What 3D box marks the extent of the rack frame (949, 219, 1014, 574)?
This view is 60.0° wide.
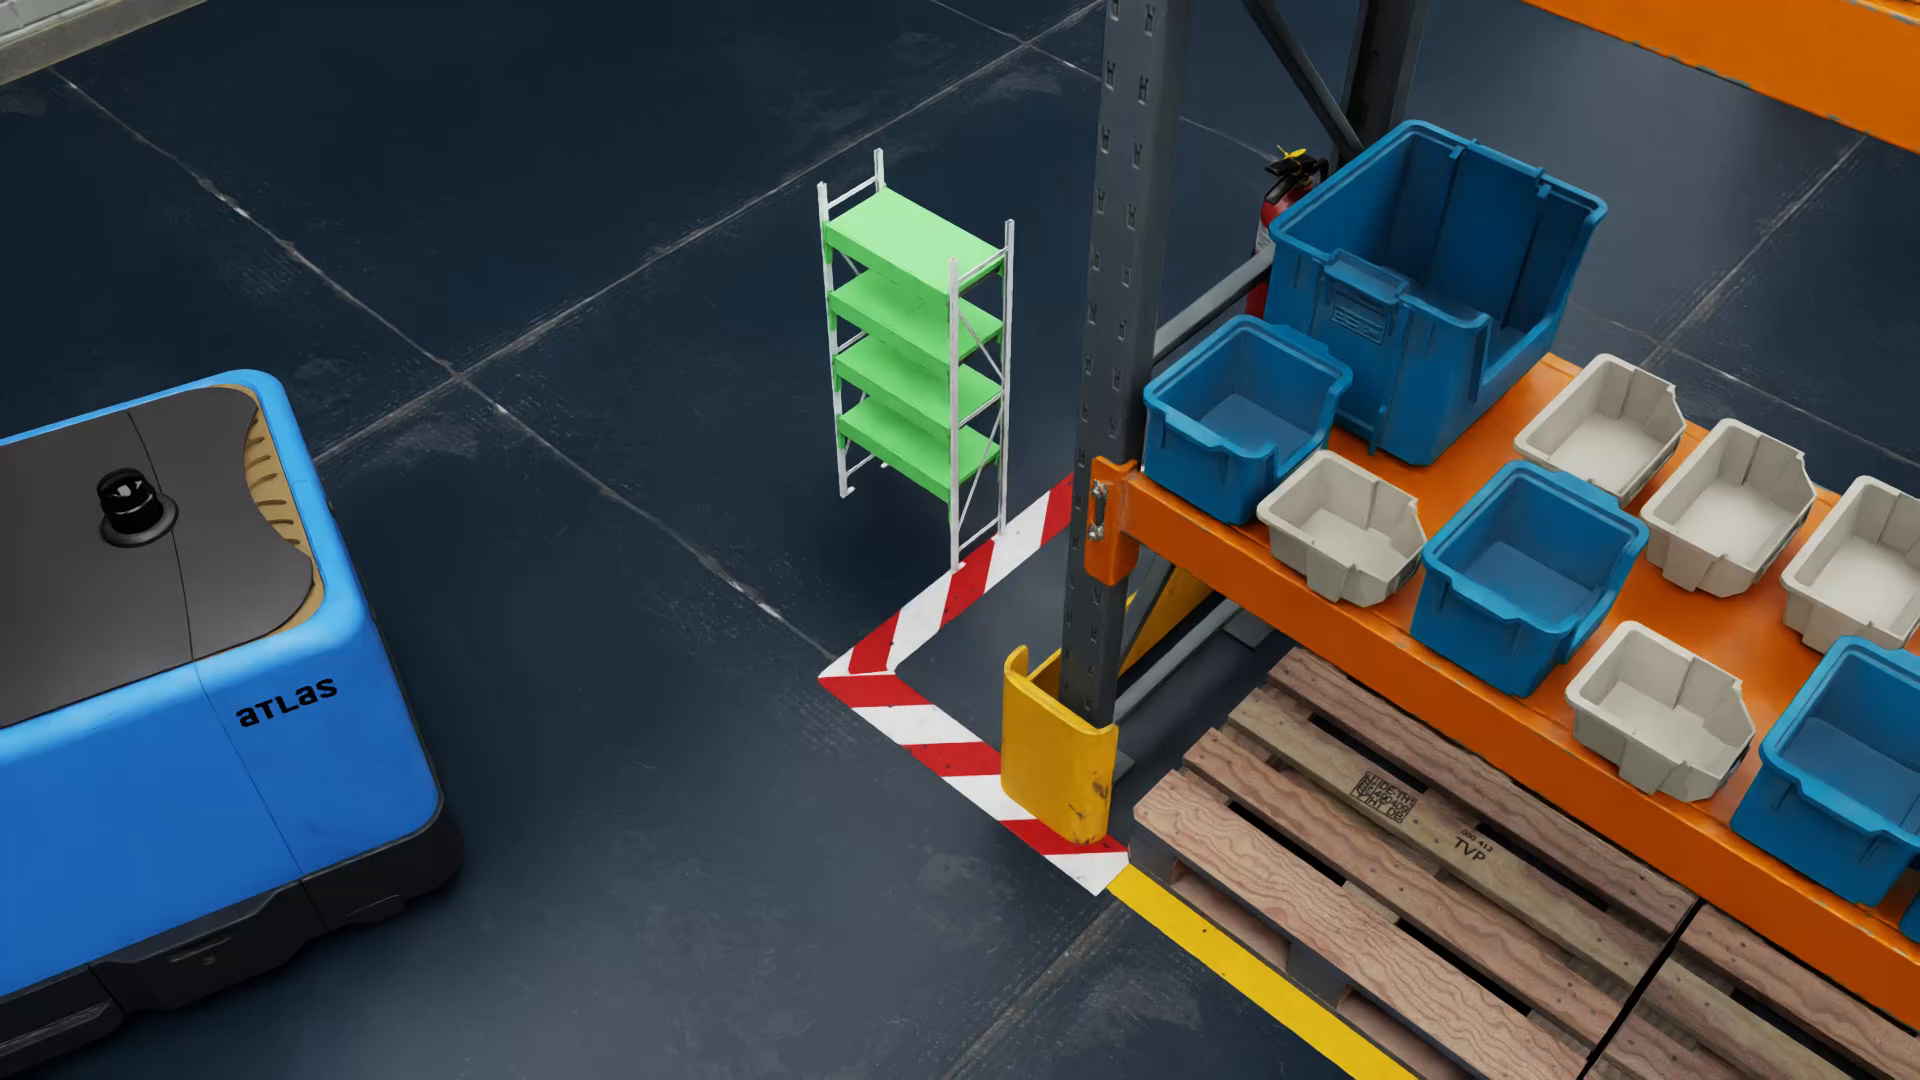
[{"bbox_3d":[0.058,-0.372,4.776,0.015,1.200,0.240,34,55,28],"label":"rack frame"}]

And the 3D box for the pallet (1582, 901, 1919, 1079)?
[{"bbox_3d":[2.106,1.409,3.782,1.213,0.211,1.003,34,55,28],"label":"pallet"}]

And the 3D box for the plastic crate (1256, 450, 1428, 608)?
[{"bbox_3d":[0.772,-0.006,3.338,0.298,0.136,0.250,34,55,28],"label":"plastic crate"}]

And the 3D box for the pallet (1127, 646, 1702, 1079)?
[{"bbox_3d":[1.214,0.806,4.348,1.213,0.211,1.003,34,55,28],"label":"pallet"}]

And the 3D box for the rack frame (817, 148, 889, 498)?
[{"bbox_3d":[-0.301,-0.613,5.003,0.015,1.200,0.240,34,55,28],"label":"rack frame"}]

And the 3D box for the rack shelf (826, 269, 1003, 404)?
[{"bbox_3d":[-0.122,-0.613,4.761,0.480,0.148,0.258,34,55,28],"label":"rack shelf"}]

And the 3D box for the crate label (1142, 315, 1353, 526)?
[{"bbox_3d":[0.593,-0.242,3.493,0.303,0.233,0.416,34,55,28],"label":"crate label"}]

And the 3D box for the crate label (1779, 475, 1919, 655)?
[{"bbox_3d":[1.781,0.075,3.262,0.243,0.136,0.396,34,55,28],"label":"crate label"}]

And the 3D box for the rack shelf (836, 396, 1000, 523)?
[{"bbox_3d":[-0.122,-0.285,5.111,0.480,0.148,0.258,34,55,28],"label":"rack shelf"}]

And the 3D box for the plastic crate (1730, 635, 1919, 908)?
[{"bbox_3d":[1.560,0.409,2.882,0.300,0.233,0.416,34,55,28],"label":"plastic crate"}]

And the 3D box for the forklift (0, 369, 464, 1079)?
[{"bbox_3d":[-2.852,0.087,3.158,3.031,2.935,1.130,-21,50,-19],"label":"forklift"}]

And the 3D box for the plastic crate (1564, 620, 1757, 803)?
[{"bbox_3d":[1.271,0.329,3.023,0.298,0.136,0.250,34,55,28],"label":"plastic crate"}]

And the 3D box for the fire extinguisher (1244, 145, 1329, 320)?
[{"bbox_3d":[0.832,-0.741,4.197,0.183,0.674,0.296,34,55,28],"label":"fire extinguisher"}]

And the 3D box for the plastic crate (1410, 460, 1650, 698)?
[{"bbox_3d":[1.076,0.084,3.188,0.300,0.233,0.416,34,55,28],"label":"plastic crate"}]

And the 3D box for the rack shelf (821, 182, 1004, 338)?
[{"bbox_3d":[-0.122,-0.778,4.586,0.480,0.148,0.258,34,55,28],"label":"rack shelf"}]

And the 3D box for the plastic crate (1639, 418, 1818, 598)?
[{"bbox_3d":[1.560,-0.050,3.379,0.243,0.136,0.396,34,55,28],"label":"plastic crate"}]

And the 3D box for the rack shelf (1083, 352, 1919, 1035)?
[{"bbox_3d":[2.104,0.658,3.068,4.000,0.370,1.077,34,55,28],"label":"rack shelf"}]

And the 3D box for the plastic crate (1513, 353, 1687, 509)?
[{"bbox_3d":[1.357,-0.201,3.521,0.243,0.136,0.396,34,55,28],"label":"plastic crate"}]

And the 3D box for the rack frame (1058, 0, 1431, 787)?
[{"bbox_3d":[0.634,-0.577,3.734,0.127,3.000,1.000,34,55,28],"label":"rack frame"}]

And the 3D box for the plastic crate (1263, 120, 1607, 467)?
[{"bbox_3d":[1.007,-0.544,3.638,0.499,0.435,0.616,34,55,28],"label":"plastic crate"}]

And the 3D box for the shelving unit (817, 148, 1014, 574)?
[{"bbox_3d":[-0.122,-0.493,4.889,0.503,1.200,0.258,34,55,28],"label":"shelving unit"}]

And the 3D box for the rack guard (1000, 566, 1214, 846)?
[{"bbox_3d":[0.608,0.274,4.650,0.348,0.500,1.175,34,55,28],"label":"rack guard"}]

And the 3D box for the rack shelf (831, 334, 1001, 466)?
[{"bbox_3d":[-0.122,-0.449,4.936,0.480,0.148,0.258,34,55,28],"label":"rack shelf"}]

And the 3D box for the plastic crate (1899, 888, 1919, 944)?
[{"bbox_3d":[1.781,0.558,2.743,0.300,0.233,0.416,34,55,28],"label":"plastic crate"}]
